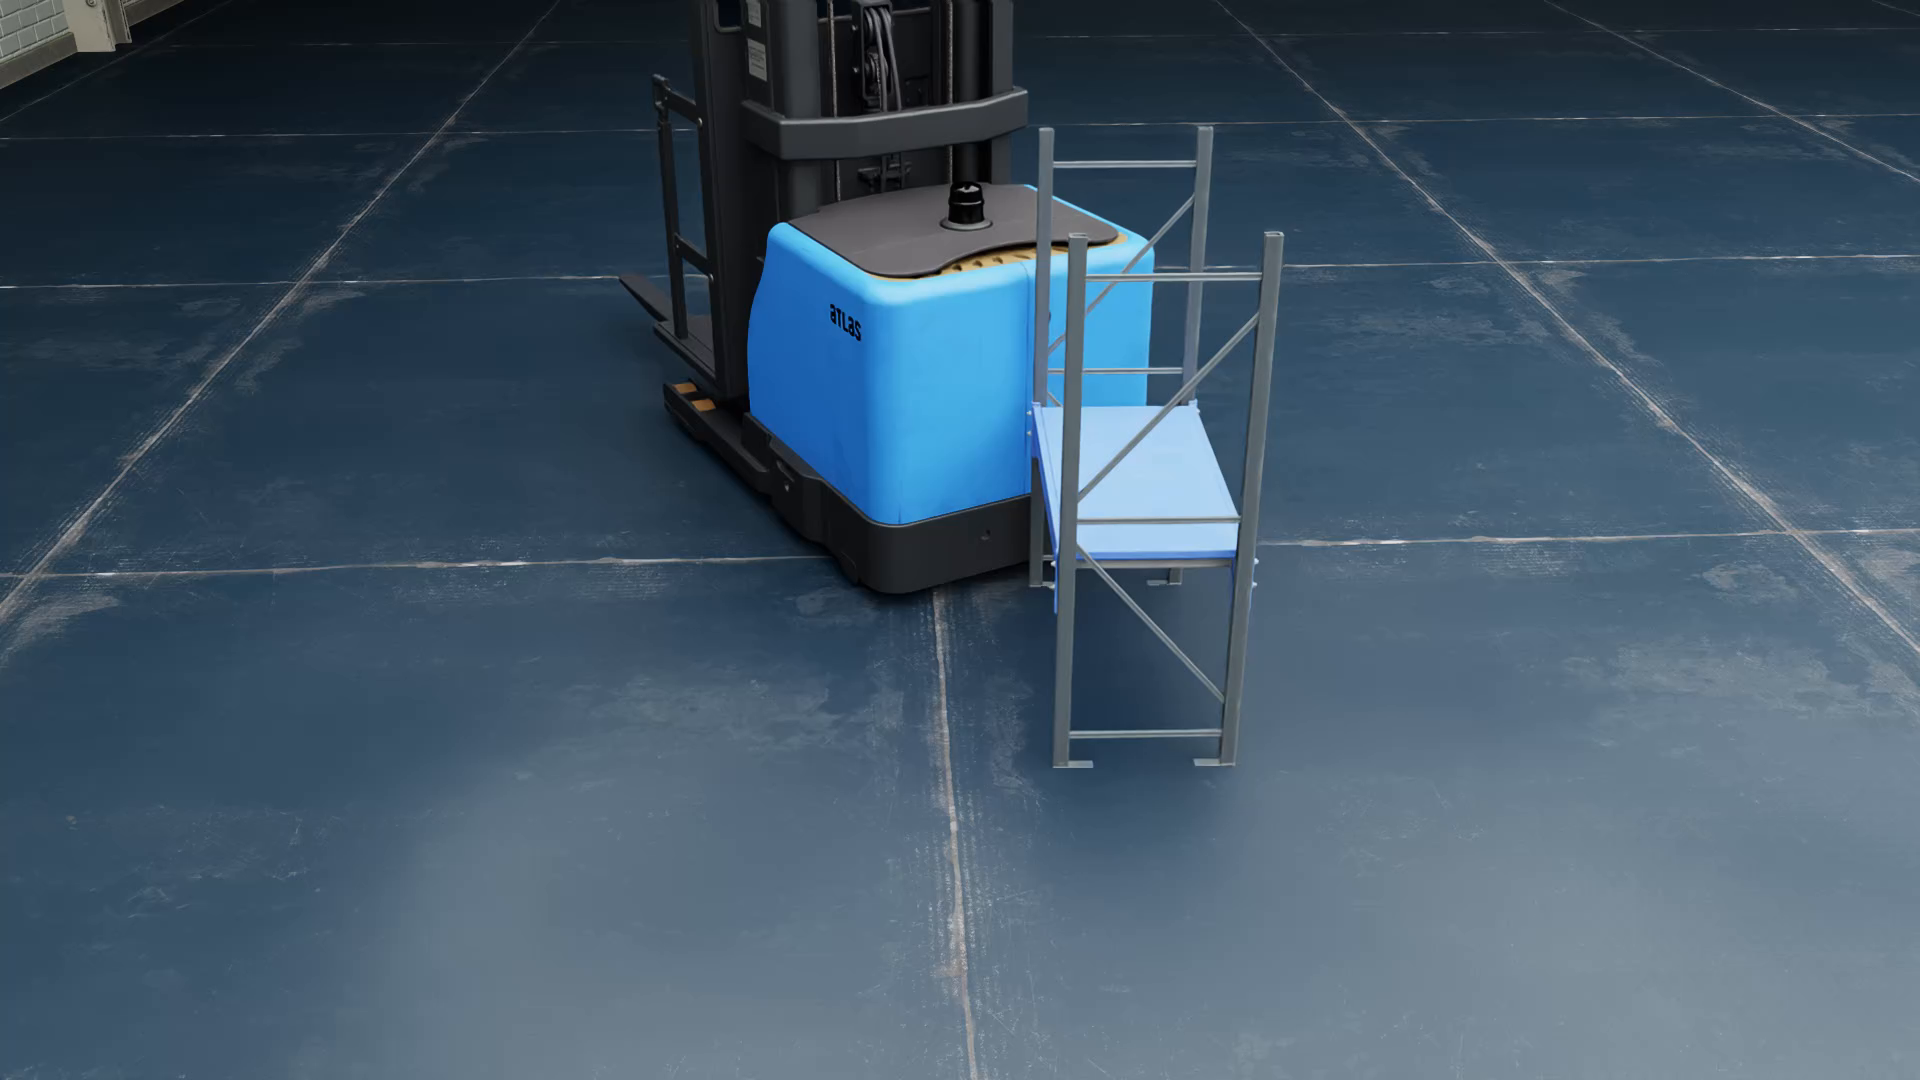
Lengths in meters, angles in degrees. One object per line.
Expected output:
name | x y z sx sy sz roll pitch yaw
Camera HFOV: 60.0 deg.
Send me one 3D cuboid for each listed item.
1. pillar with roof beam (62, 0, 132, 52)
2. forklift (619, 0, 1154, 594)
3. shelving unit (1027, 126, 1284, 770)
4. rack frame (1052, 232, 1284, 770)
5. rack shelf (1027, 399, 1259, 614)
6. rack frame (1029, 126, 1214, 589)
pillar with roof beam | -2.573 -8.051 11.455 9.100 9.000 0.400 -1 28 -3
forklift | -0.525 -1.776 5.985 1.130 2.935 3.031 -14 31 -26
shelving unit | 0.490 -0.281 4.667 0.538 1.500 1.048 -1 28 -1
rack frame | 0.503 -0.046 4.217 0.500 1.500 0.032 -1 28 -1
rack shelf | 0.490 -0.122 4.750 0.538 0.185 1.000 -1 28 -1
rack frame | 0.476 -0.516 5.118 0.500 1.500 0.032 -1 28 -1
